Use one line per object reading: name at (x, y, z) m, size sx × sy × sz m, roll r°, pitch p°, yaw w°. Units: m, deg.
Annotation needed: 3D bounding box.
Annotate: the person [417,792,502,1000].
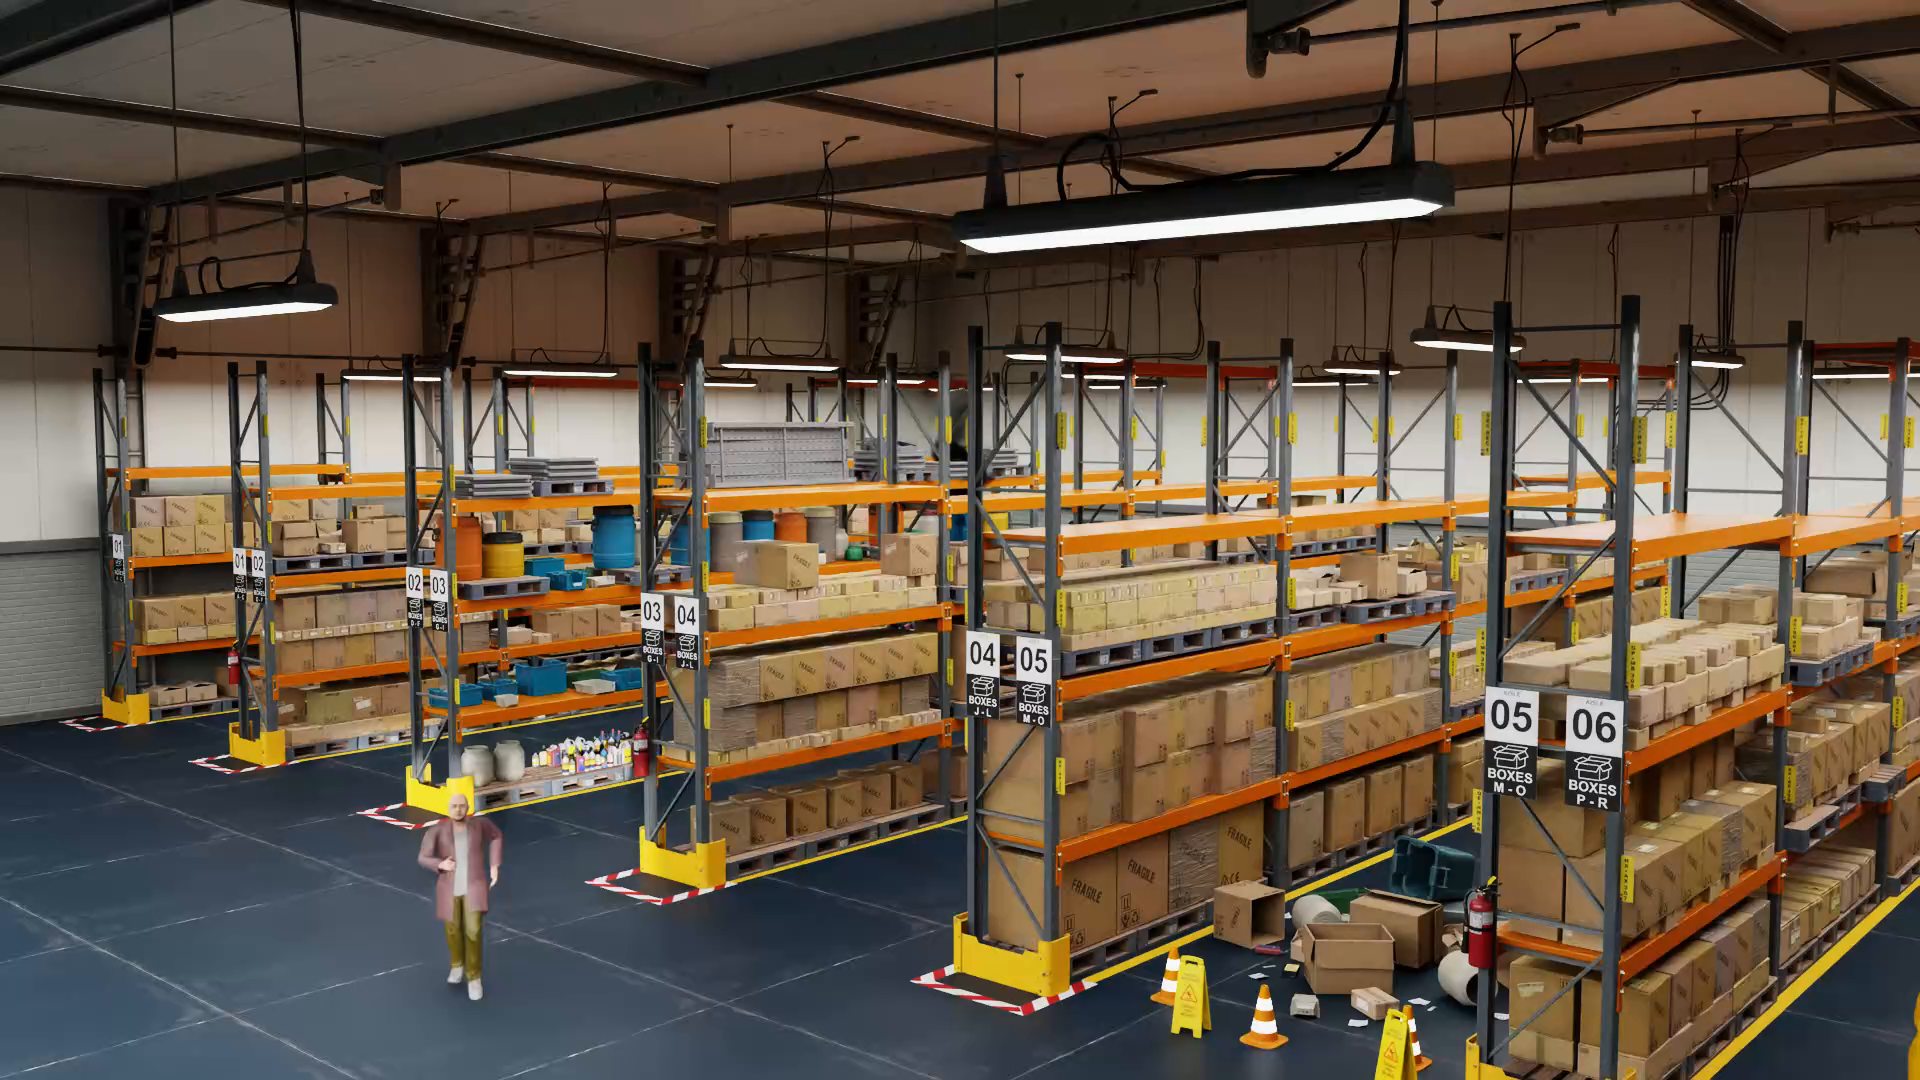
person at (-4.485, 3.184, 14.934) m, size 0.709 × 1.856 × 0.839 m, roll -1°, pitch 4°, yaw -12°
